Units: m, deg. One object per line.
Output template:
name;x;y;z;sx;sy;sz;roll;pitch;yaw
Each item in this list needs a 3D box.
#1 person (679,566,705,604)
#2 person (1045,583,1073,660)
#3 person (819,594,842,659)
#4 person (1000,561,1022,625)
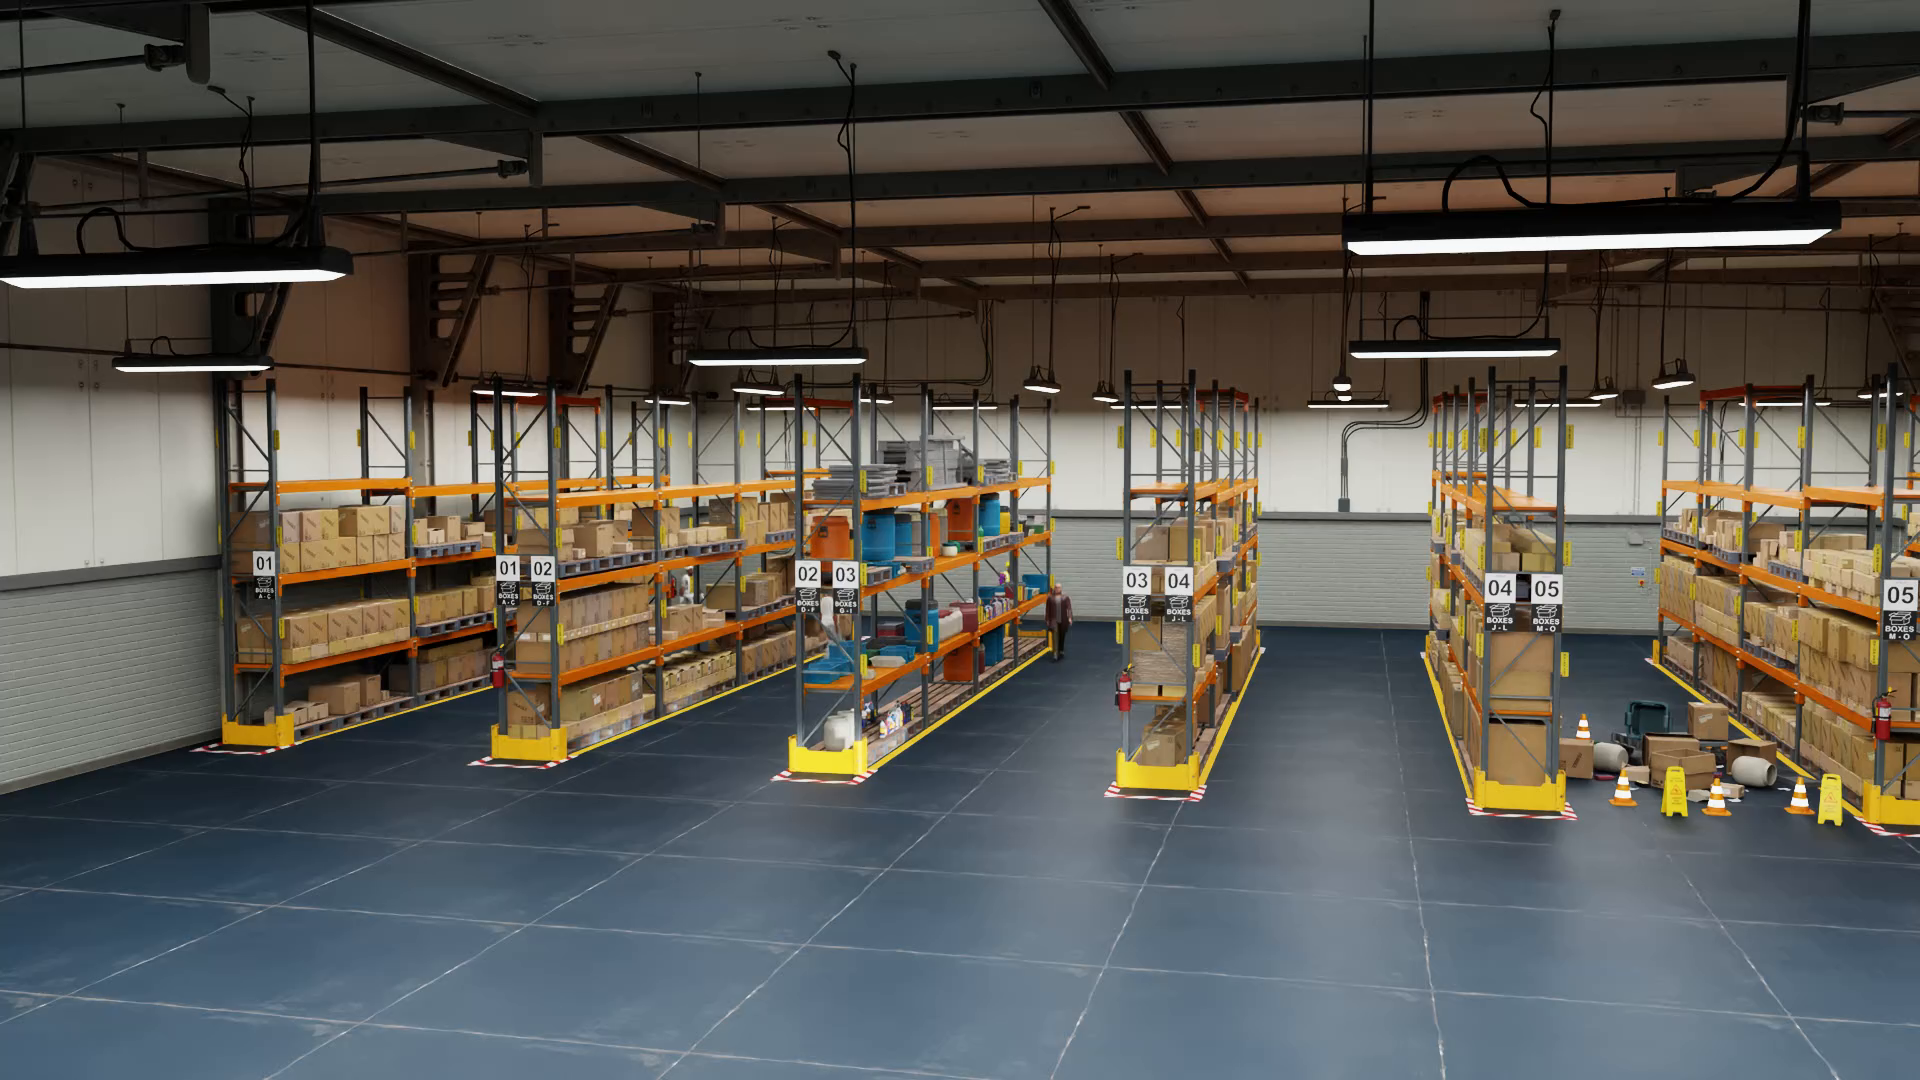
person;-7.009;1.497;43.752;1.043;1.733;0.606;2;4;35
person;2.260;1.844;37.919;0.597;1.726;1.160;0;3;-2
person;-2.801;1.806;35.704;0.608;1.722;0.527;3;5;41
person;1.344;1.434;45.001;0.971;1.737;0.542;3;4;39
